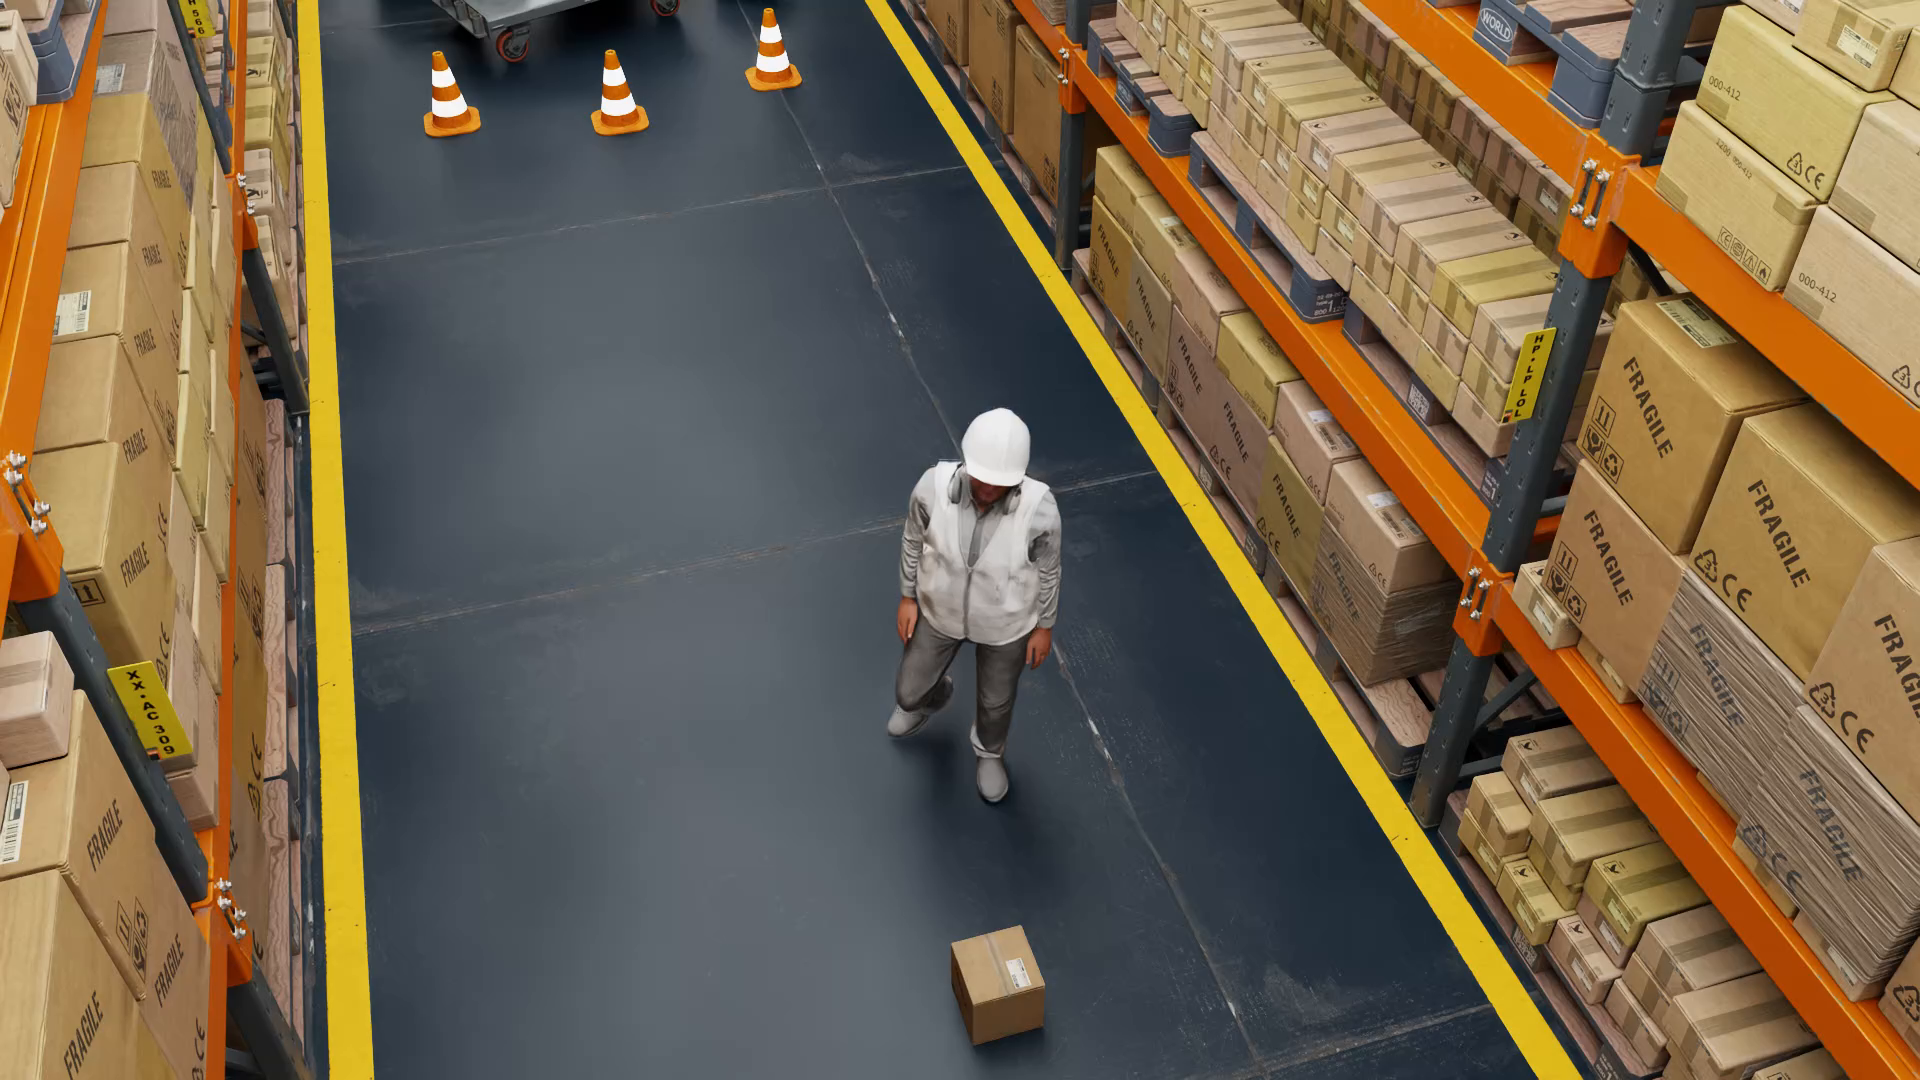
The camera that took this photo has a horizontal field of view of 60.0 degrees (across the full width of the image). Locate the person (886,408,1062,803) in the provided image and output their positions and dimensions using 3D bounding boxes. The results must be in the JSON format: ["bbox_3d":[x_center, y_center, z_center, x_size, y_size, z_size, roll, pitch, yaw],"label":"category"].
[{"bbox_3d":[0.025,0.210,5.886,0.670,1.768,0.465,10,43,11],"label":"person"}]
